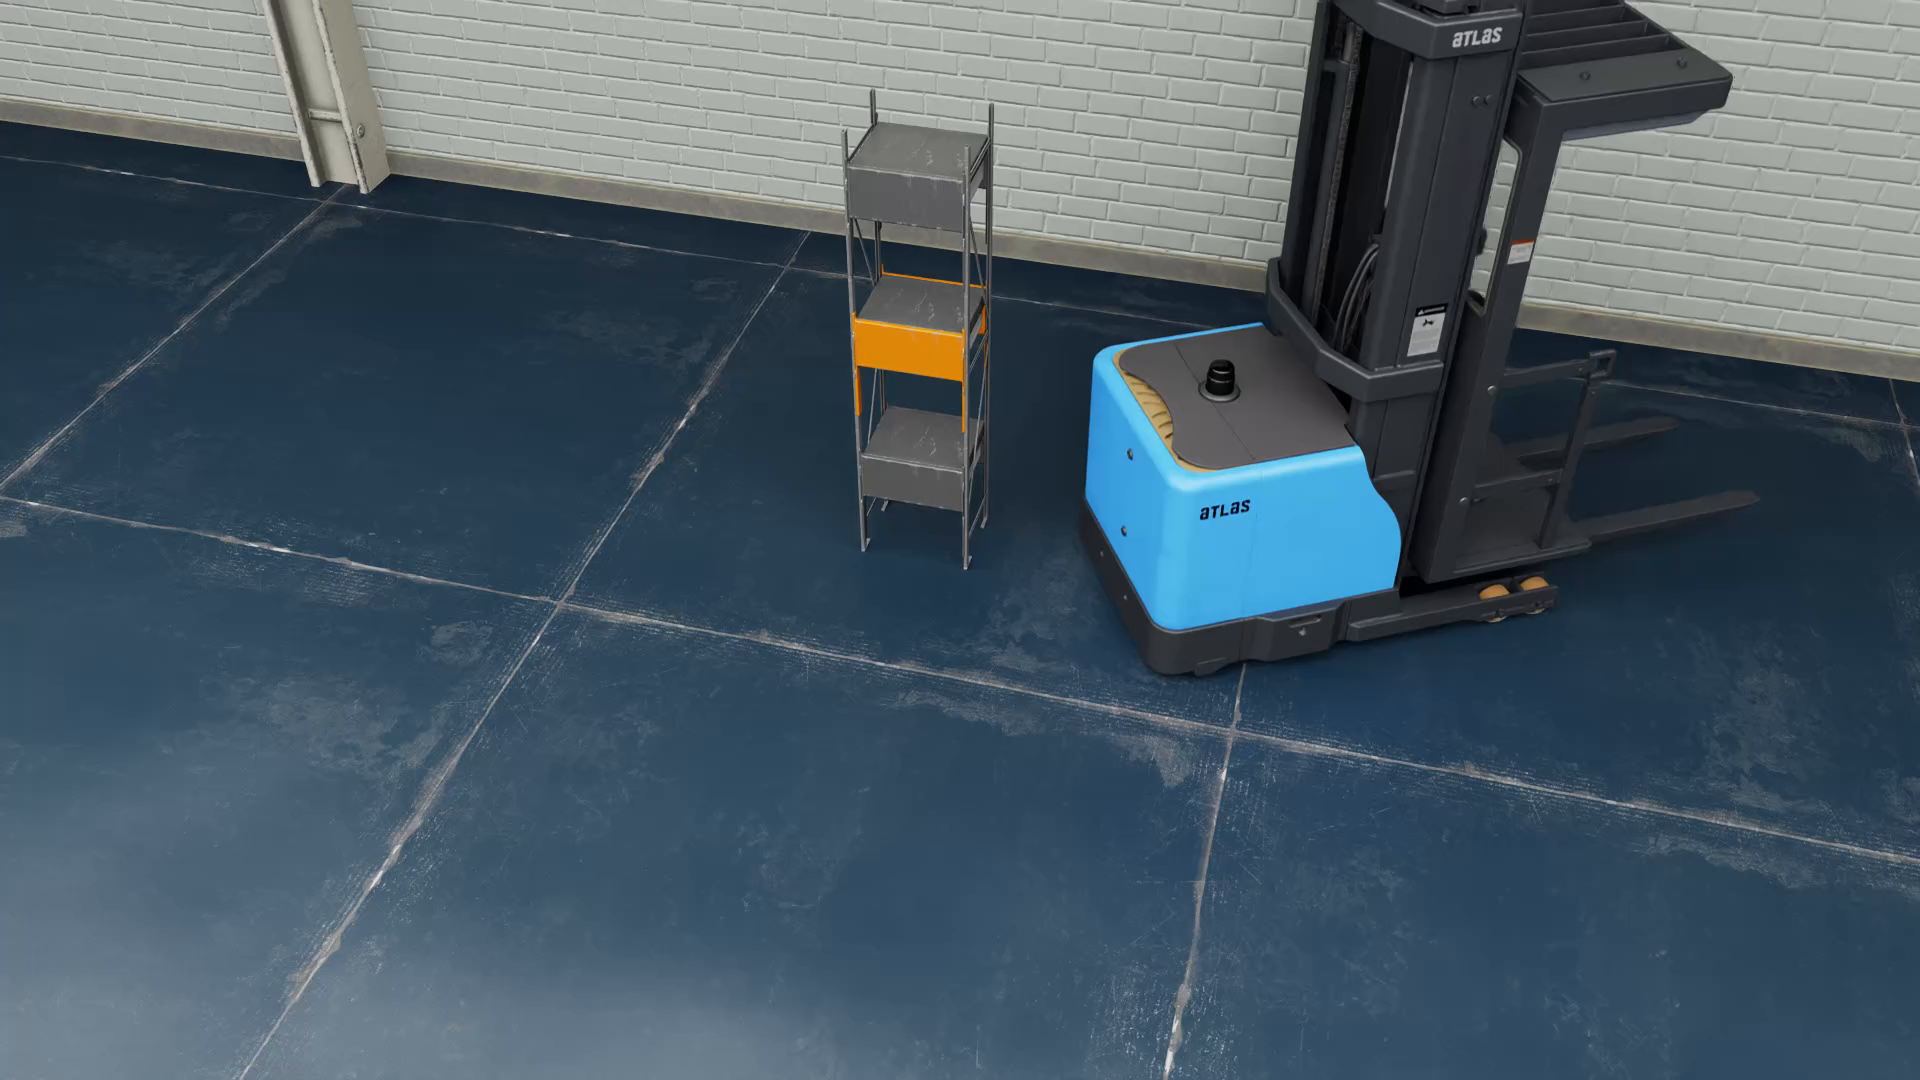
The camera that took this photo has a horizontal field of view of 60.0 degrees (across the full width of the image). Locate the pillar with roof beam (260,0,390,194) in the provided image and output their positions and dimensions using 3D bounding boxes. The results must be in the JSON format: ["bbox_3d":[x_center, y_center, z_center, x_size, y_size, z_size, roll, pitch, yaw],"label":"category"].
[{"bbox_3d":[-4.935,-3.047,4.381,0.400,9.000,9.100,10,41,11],"label":"pillar with roof beam"}]

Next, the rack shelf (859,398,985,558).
[{"bbox_3d":[-0.160,-0.285,7.566,0.480,0.518,0.431,10,41,11],"label":"rack shelf"}]

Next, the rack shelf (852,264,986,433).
[{"bbox_3d":[-0.160,-0.821,7.116,0.480,0.518,0.431,10,41,11],"label":"rack shelf"}]

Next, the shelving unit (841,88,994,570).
[{"bbox_3d":[-0.160,-0.832,7.108,0.503,2.100,0.431,10,41,11],"label":"shelving unit"}]

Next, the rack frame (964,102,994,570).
[{"bbox_3d":[0.076,-0.791,7.059,0.015,2.100,0.400,10,41,11],"label":"rack frame"}]

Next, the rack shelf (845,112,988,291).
[{"bbox_3d":[-0.160,-1.357,6.666,0.480,0.518,0.431,10,41,11],"label":"rack shelf"}]

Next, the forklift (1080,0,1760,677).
[{"bbox_3d":[2.126,-1.078,6.754,3.031,2.935,1.130,-10,41,-12],"label":"forklift"}]

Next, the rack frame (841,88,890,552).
[{"bbox_3d":[-0.396,-0.872,7.156,0.015,2.100,0.400,10,41,11],"label":"rack frame"}]
